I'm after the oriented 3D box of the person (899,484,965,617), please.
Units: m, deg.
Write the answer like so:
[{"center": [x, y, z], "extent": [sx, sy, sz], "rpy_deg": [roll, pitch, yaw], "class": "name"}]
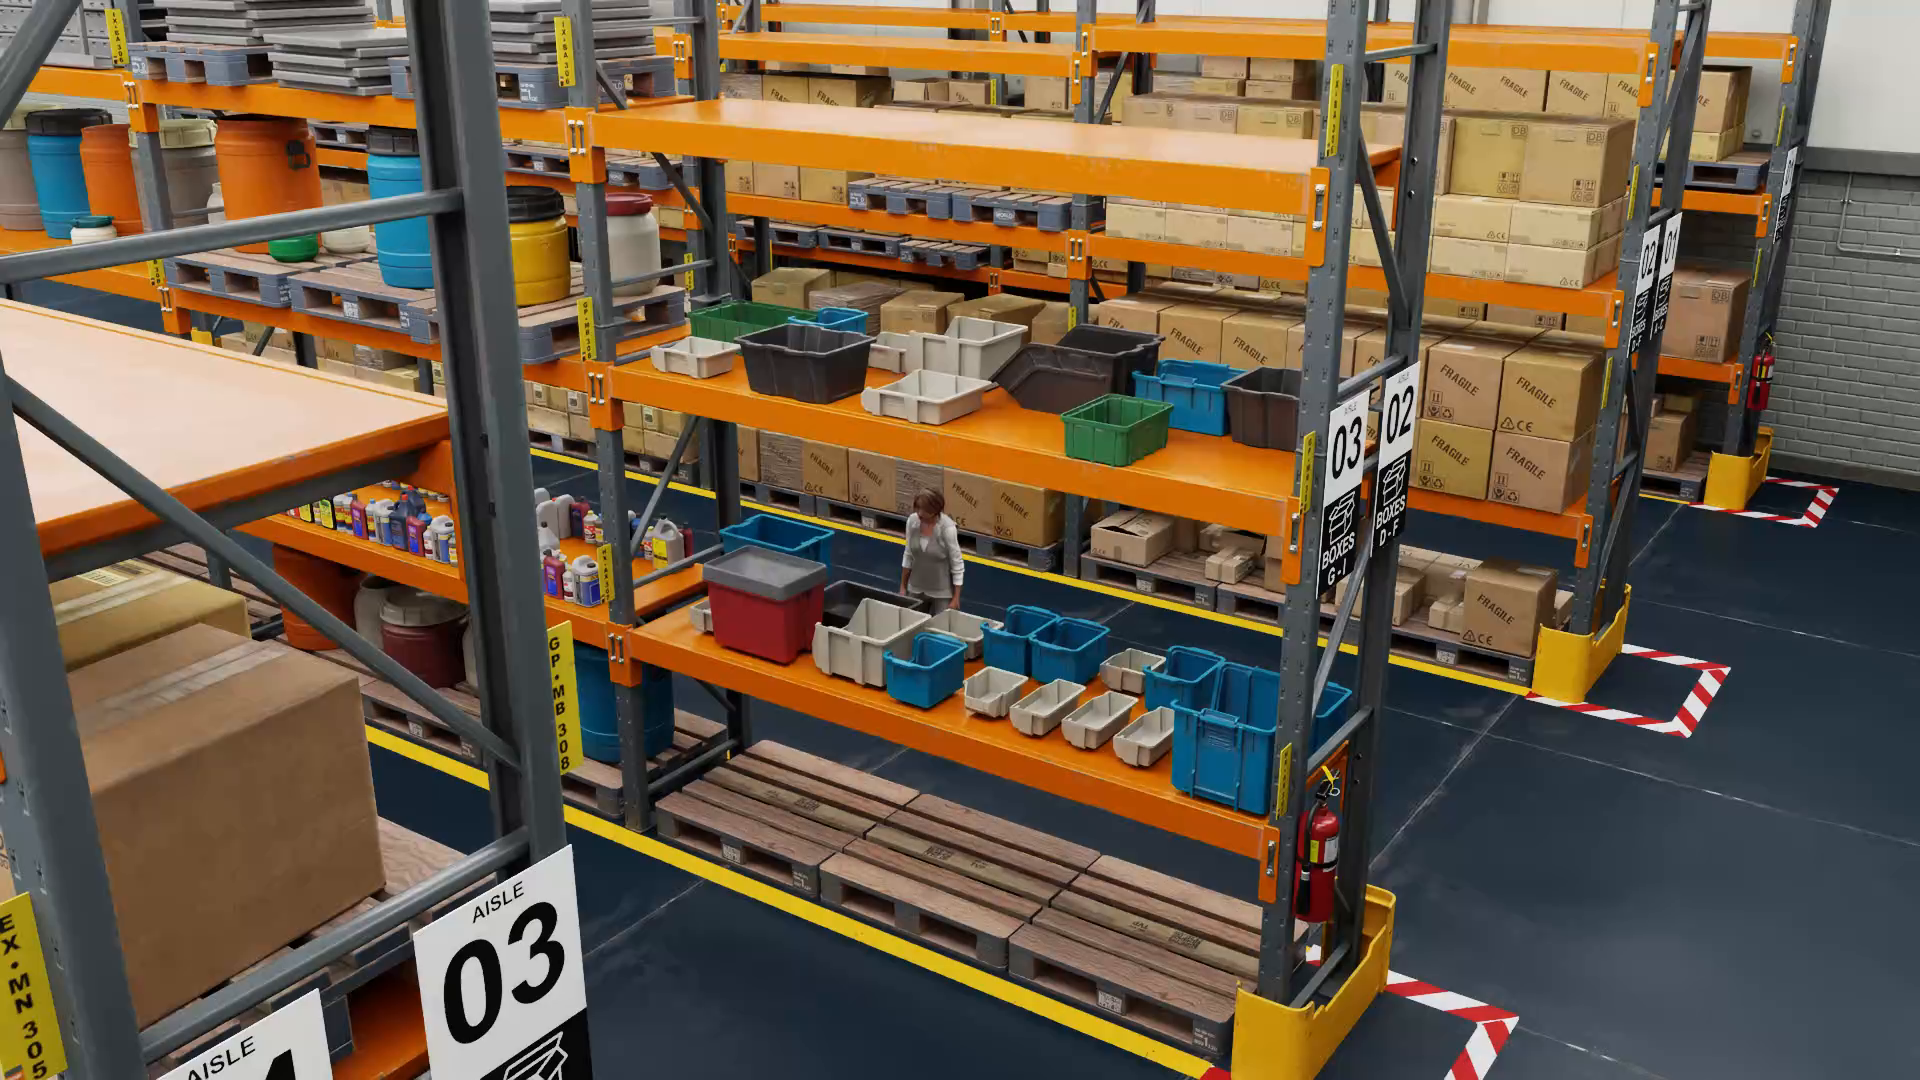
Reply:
[{"center": [-0.197, 0.371, 11.079], "extent": [0.480, 1.591, 0.350], "rpy_deg": [12, 23, 29], "class": "person"}]
